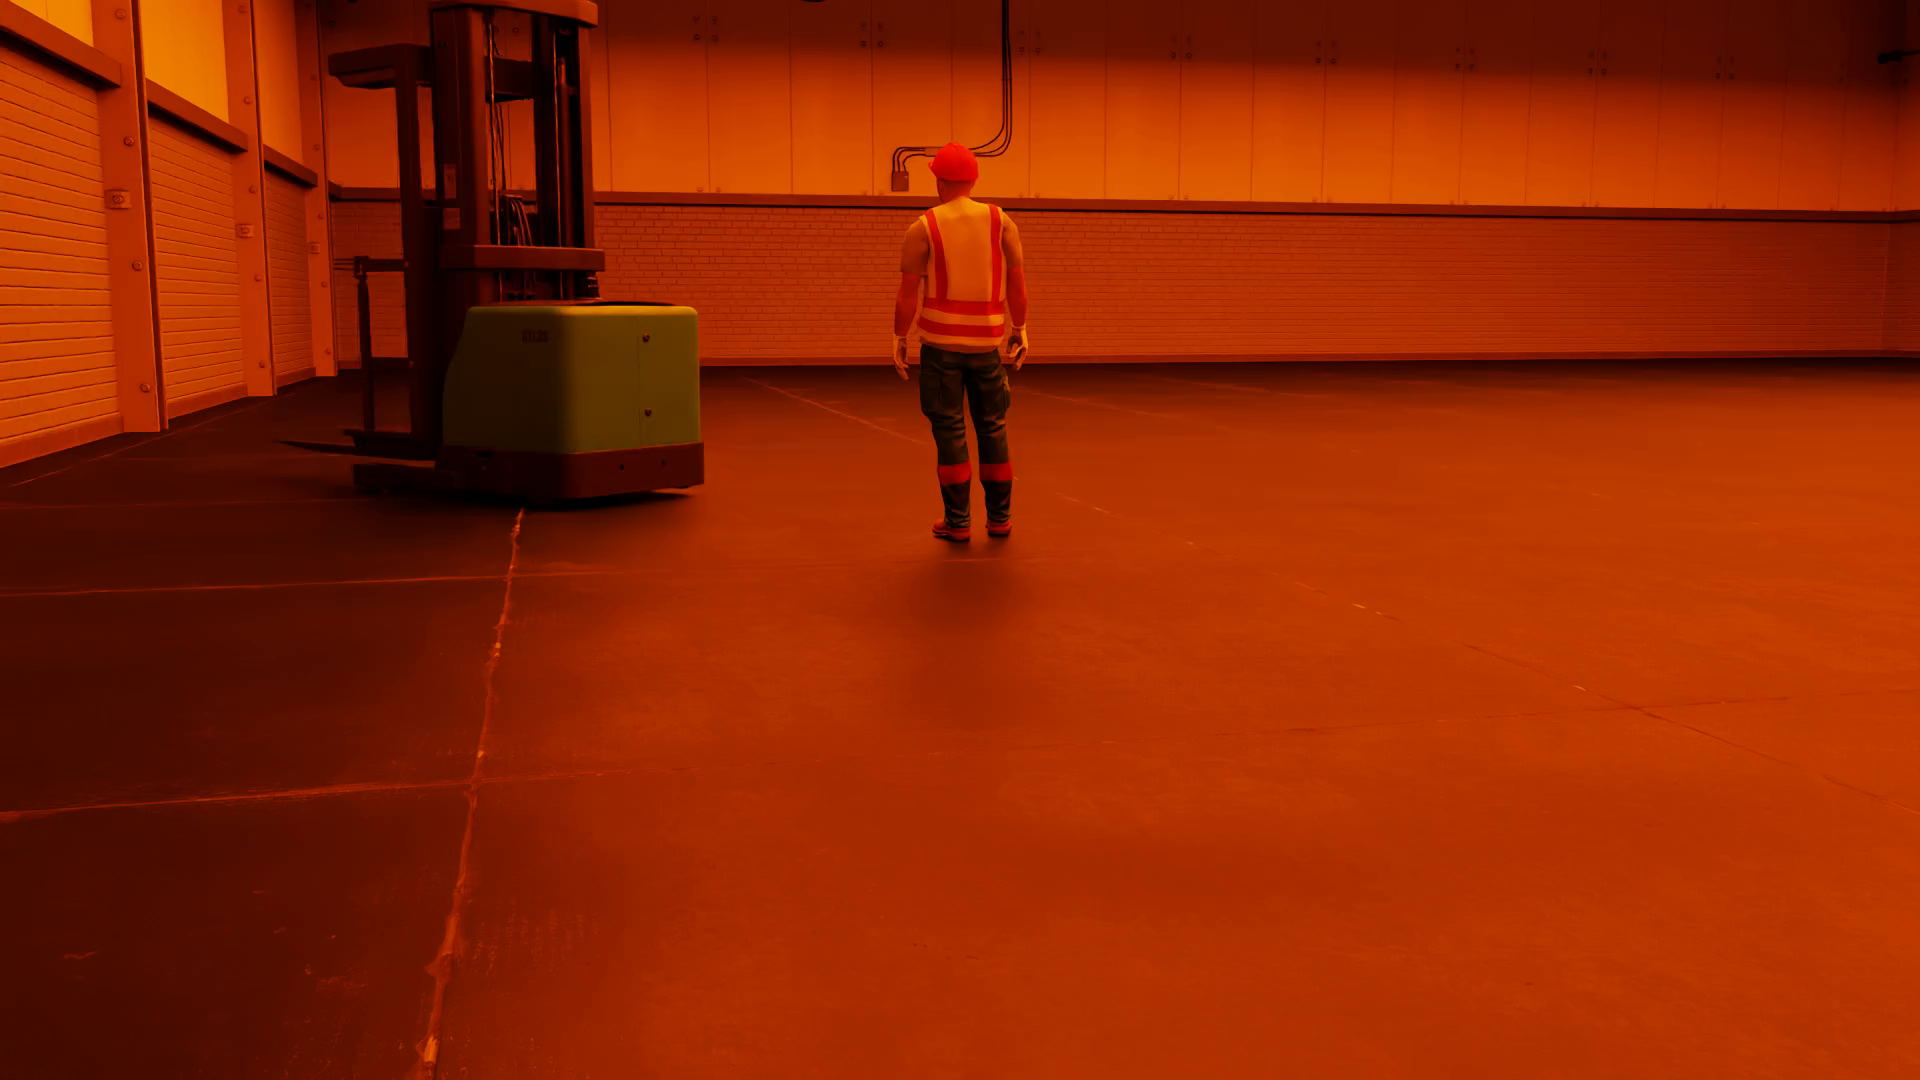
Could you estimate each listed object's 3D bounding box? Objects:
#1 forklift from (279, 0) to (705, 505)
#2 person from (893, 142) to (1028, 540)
[{"bbox_3d":[-2.940,-1.773,9.798,3.031,2.935,1.130,6,10,37],"label":"forklift"},{"bbox_3d":[-0.007,-0.905,7.663,0.637,1.790,0.562,-2,8,-13],"label":"person"}]
